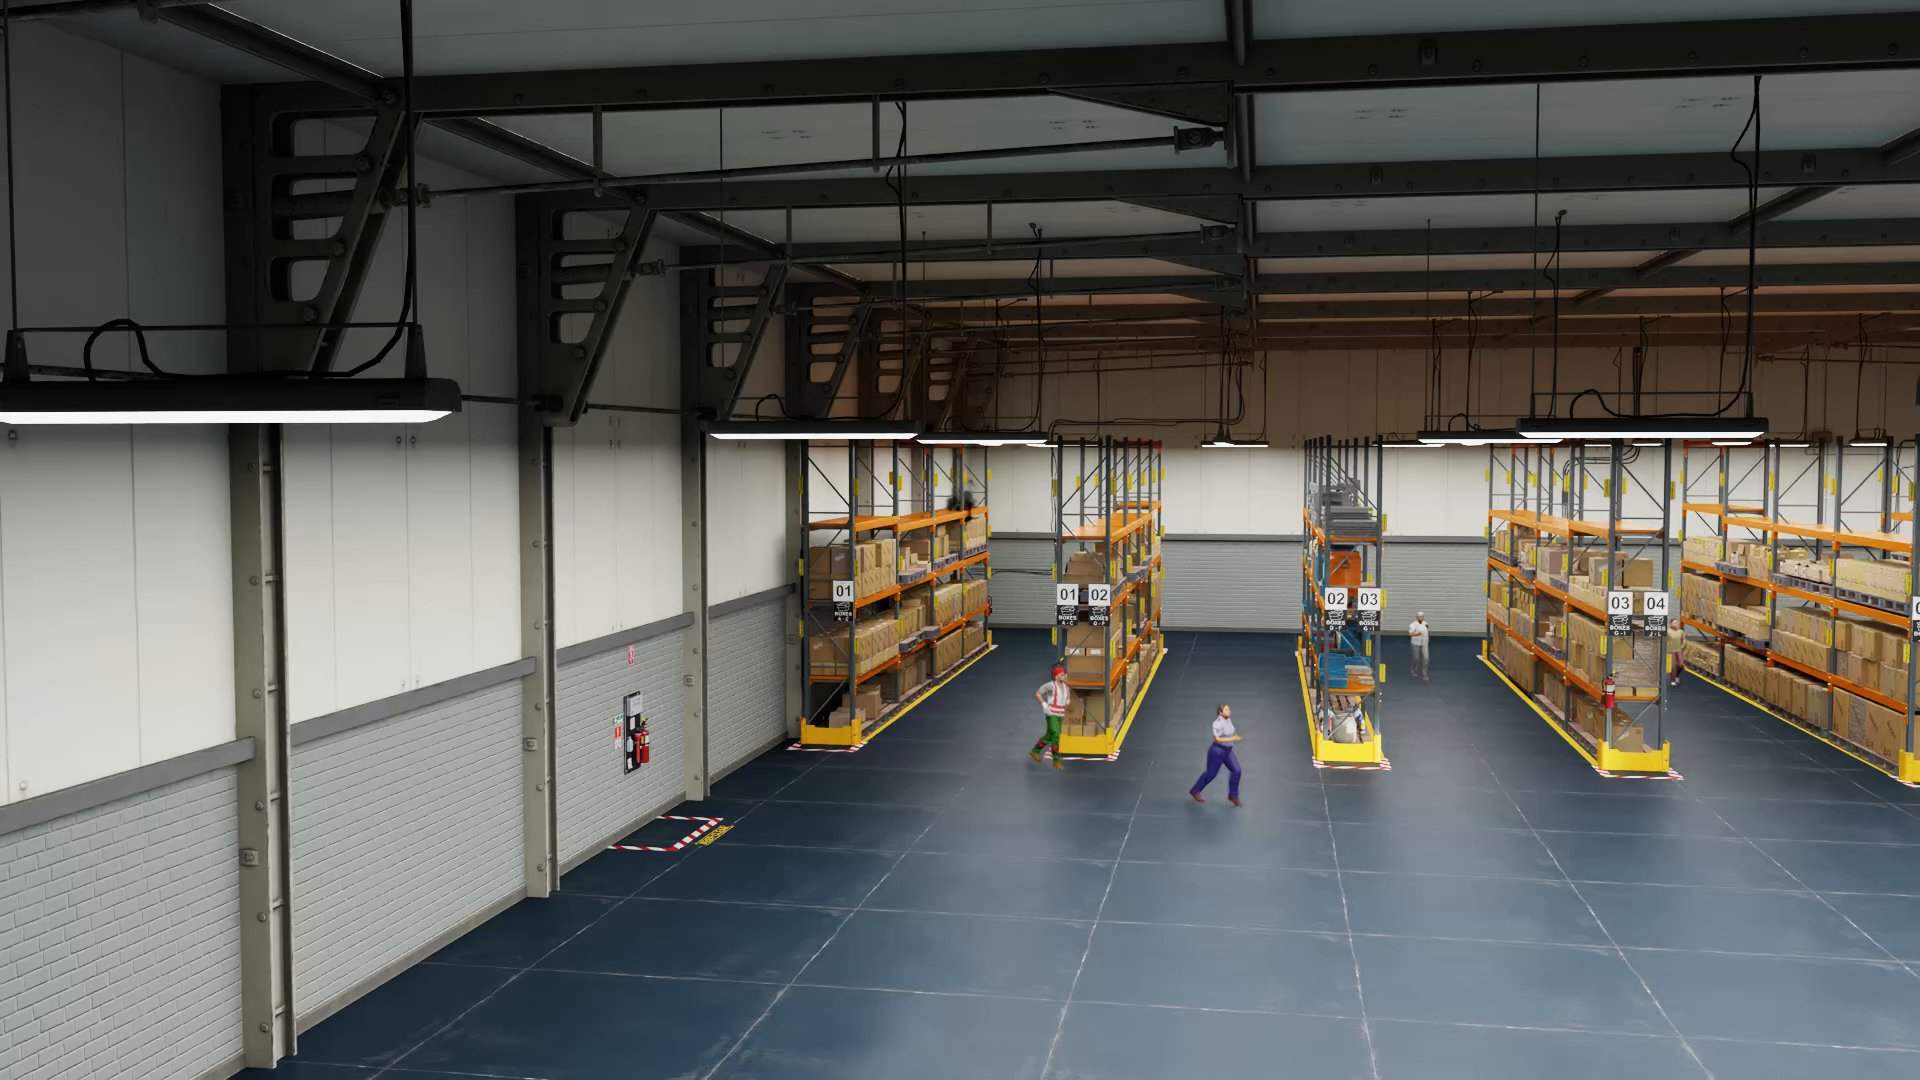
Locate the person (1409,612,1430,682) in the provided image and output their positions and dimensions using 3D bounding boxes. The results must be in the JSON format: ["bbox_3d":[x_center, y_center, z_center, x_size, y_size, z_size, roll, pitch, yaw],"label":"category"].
[{"bbox_3d":[11.457,2.646,41.459,0.588,1.718,0.735,0,3,-1],"label":"person"}]

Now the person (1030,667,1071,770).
[{"bbox_3d":[1.726,3.218,30.217,0.850,1.825,0.672,3,4,44],"label":"person"}]

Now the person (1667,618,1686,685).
[{"bbox_3d":[17.343,2.719,40.308,0.571,1.626,0.534,1,3,11],"label":"person"}]

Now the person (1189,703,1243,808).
[{"bbox_3d":[4.161,3.461,26.764,0.882,1.696,0.610,2,4,38],"label":"person"}]
